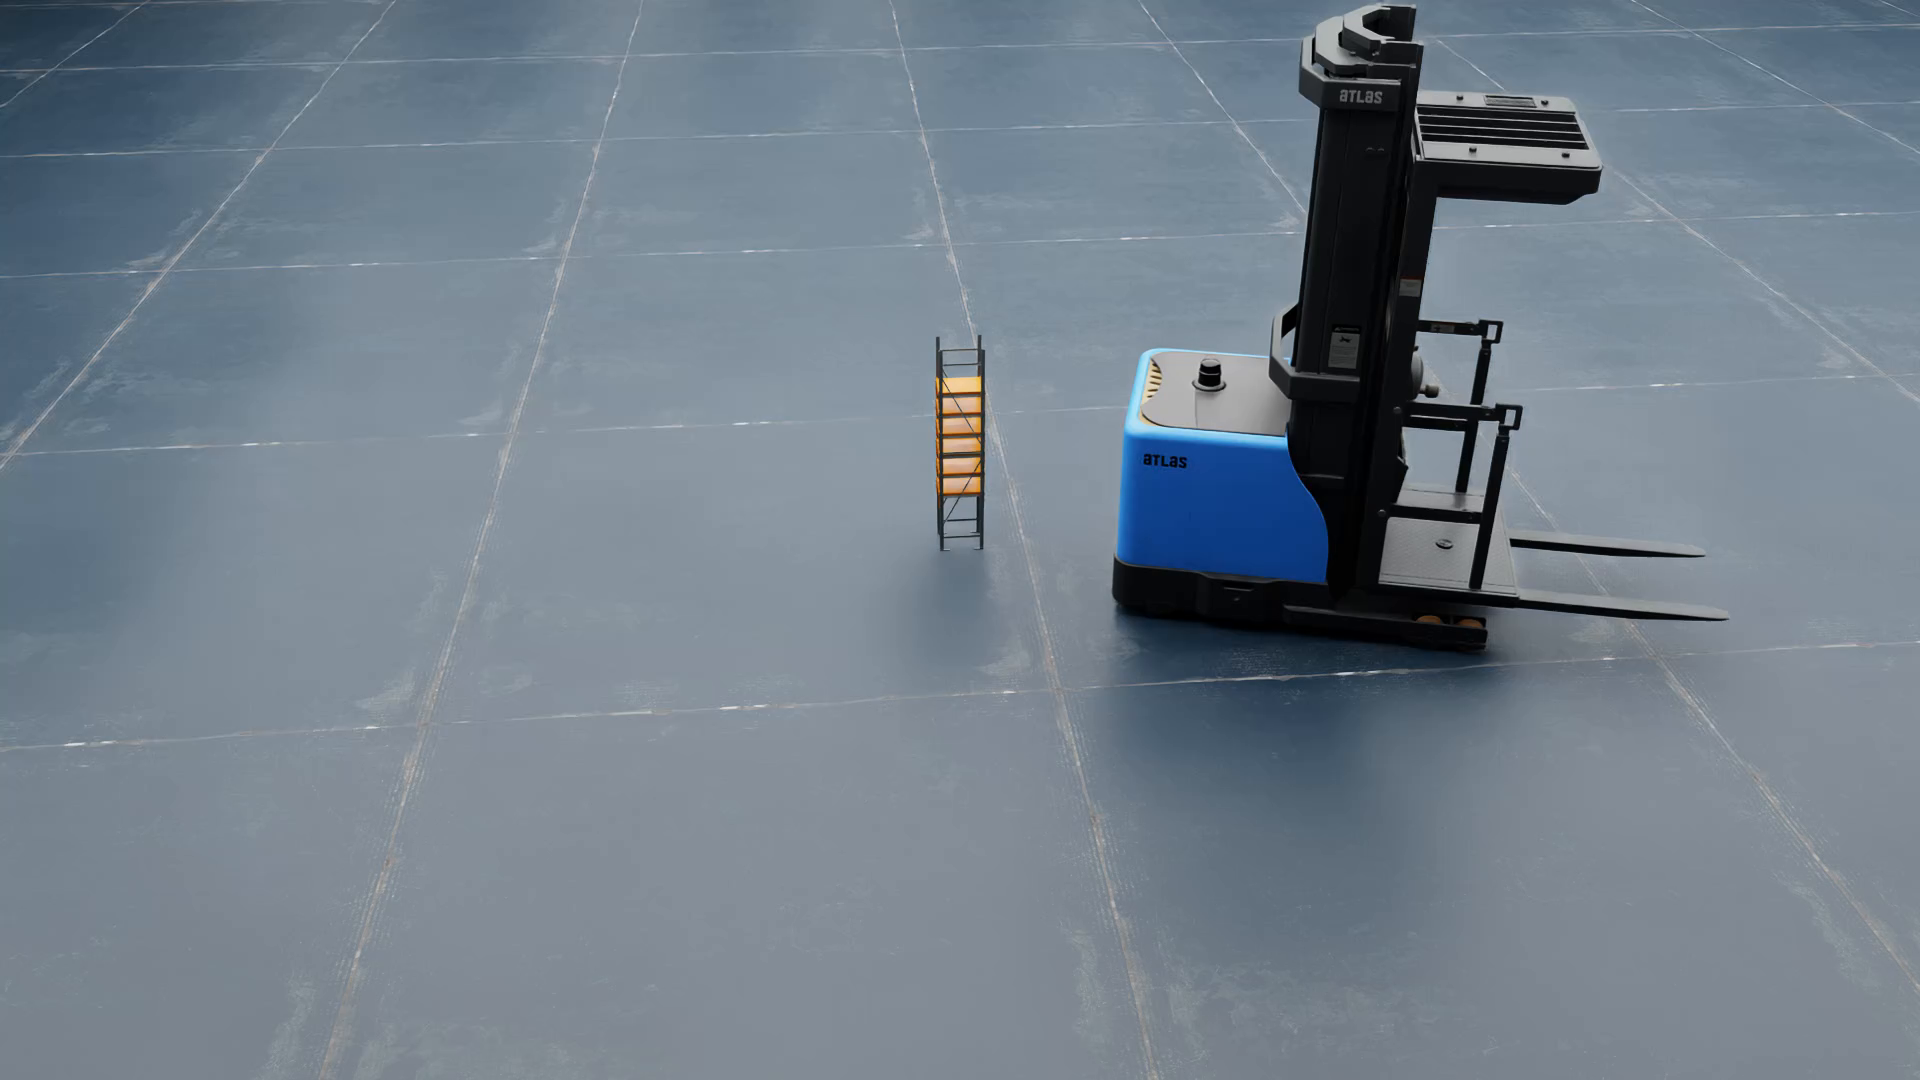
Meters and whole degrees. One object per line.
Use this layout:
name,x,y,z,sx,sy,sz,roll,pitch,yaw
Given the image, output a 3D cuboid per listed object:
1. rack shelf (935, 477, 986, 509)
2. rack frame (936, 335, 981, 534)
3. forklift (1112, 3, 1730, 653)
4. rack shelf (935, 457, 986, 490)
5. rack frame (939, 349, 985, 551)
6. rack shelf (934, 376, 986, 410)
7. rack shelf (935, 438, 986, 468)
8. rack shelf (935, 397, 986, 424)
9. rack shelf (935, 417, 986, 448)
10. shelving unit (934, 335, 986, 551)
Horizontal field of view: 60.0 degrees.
rack shelf,0.001,-0.264,9.076,0.258,0.103,0.180,-3,31,-5
rack frame,-0.007,-0.554,9.008,0.240,1.200,0.006,-3,31,-5
forklift,2.357,-0.991,8.051,3.031,2.935,1.130,5,31,9
rack shelf,0.001,-0.367,9.014,0.258,0.103,0.180,-3,31,-5
rack frame,0.010,-0.461,8.852,0.240,1.200,0.006,-3,31,-5
rack shelf,0.001,-0.779,8.768,0.258,0.103,0.180,-3,31,-5
rack shelf,0.001,-0.470,8.953,0.258,0.103,0.180,-3,31,-5
rack shelf,0.001,-0.676,8.830,0.258,0.103,0.180,-3,31,-5
rack shelf,0.001,-0.573,8.891,0.258,0.103,0.180,-3,31,-5
shelving unit,0.001,-0.508,8.930,0.258,1.200,0.189,-3,31,-5
